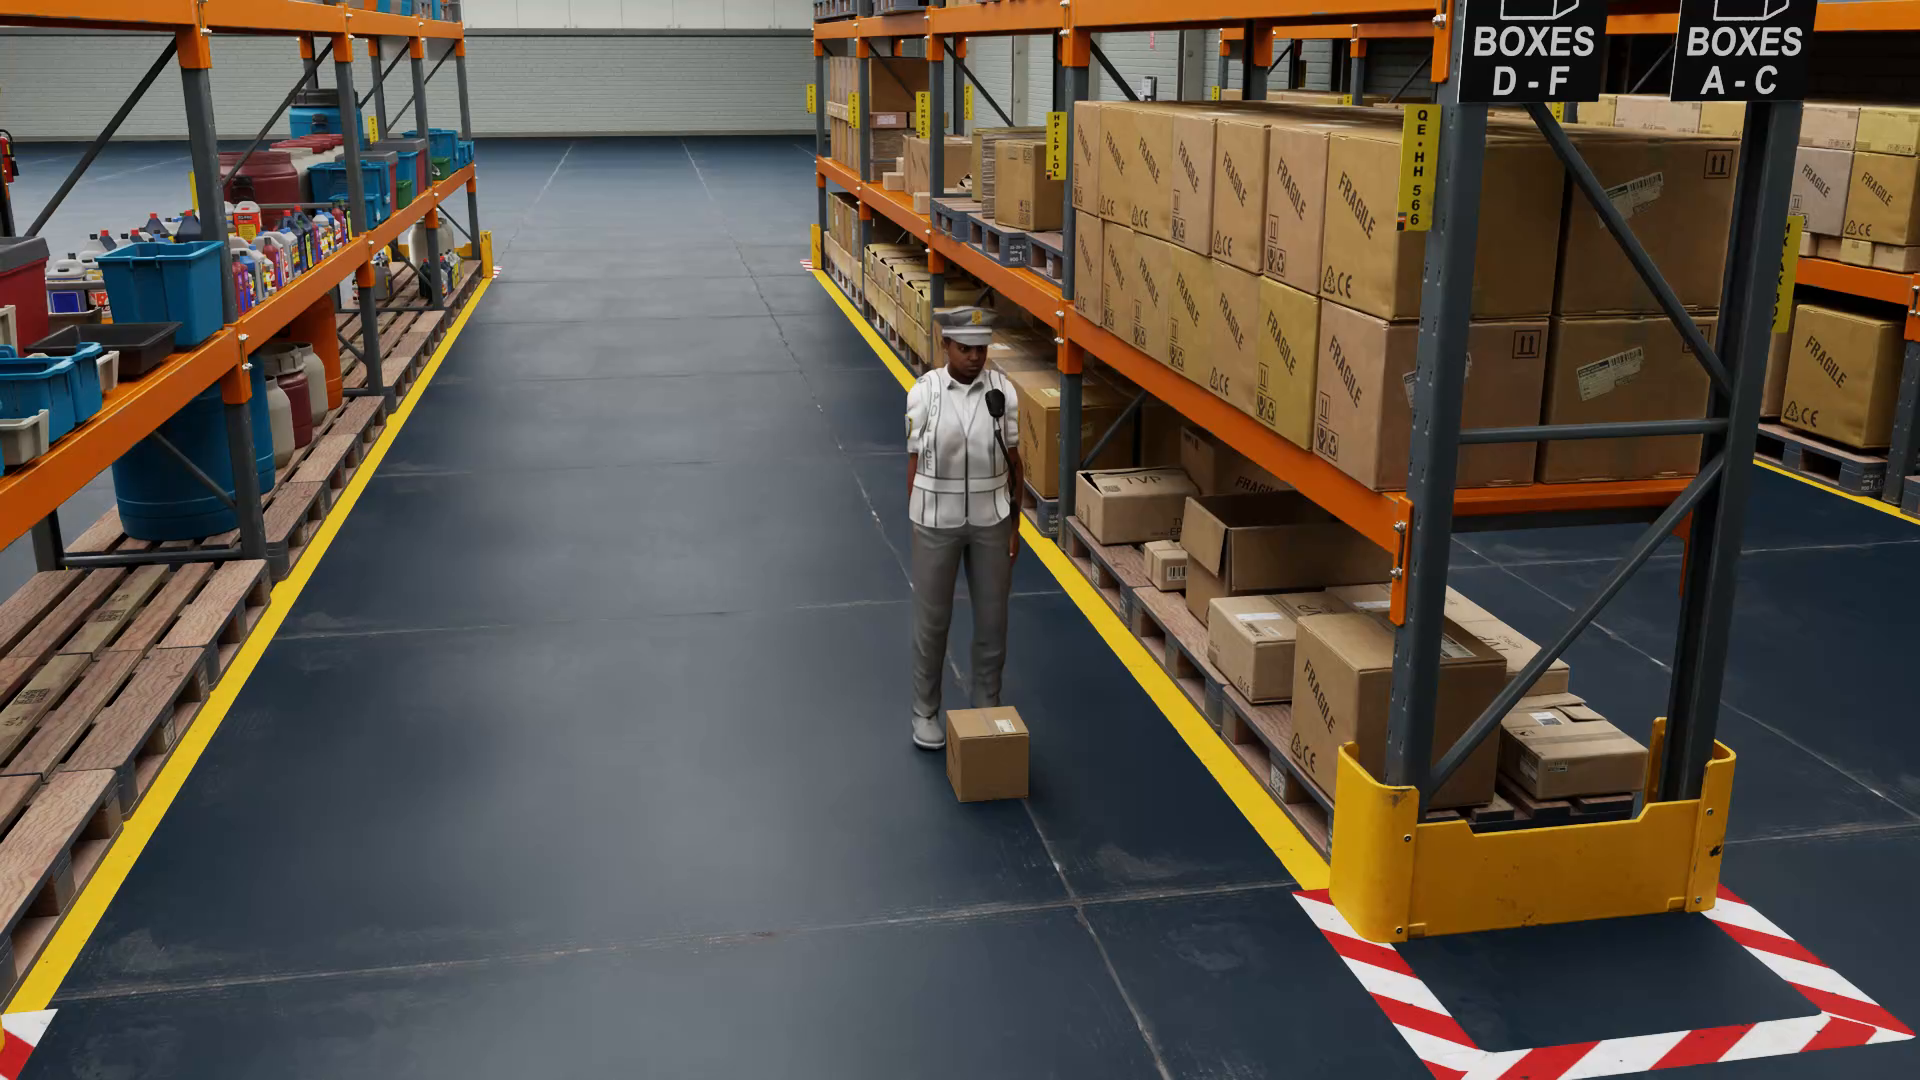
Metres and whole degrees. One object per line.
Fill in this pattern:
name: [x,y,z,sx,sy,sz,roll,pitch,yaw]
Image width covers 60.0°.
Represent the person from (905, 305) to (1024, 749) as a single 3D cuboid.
person: [0.023,-0.045,6.183,0.437,1.668,0.341,-3,17,-9]
